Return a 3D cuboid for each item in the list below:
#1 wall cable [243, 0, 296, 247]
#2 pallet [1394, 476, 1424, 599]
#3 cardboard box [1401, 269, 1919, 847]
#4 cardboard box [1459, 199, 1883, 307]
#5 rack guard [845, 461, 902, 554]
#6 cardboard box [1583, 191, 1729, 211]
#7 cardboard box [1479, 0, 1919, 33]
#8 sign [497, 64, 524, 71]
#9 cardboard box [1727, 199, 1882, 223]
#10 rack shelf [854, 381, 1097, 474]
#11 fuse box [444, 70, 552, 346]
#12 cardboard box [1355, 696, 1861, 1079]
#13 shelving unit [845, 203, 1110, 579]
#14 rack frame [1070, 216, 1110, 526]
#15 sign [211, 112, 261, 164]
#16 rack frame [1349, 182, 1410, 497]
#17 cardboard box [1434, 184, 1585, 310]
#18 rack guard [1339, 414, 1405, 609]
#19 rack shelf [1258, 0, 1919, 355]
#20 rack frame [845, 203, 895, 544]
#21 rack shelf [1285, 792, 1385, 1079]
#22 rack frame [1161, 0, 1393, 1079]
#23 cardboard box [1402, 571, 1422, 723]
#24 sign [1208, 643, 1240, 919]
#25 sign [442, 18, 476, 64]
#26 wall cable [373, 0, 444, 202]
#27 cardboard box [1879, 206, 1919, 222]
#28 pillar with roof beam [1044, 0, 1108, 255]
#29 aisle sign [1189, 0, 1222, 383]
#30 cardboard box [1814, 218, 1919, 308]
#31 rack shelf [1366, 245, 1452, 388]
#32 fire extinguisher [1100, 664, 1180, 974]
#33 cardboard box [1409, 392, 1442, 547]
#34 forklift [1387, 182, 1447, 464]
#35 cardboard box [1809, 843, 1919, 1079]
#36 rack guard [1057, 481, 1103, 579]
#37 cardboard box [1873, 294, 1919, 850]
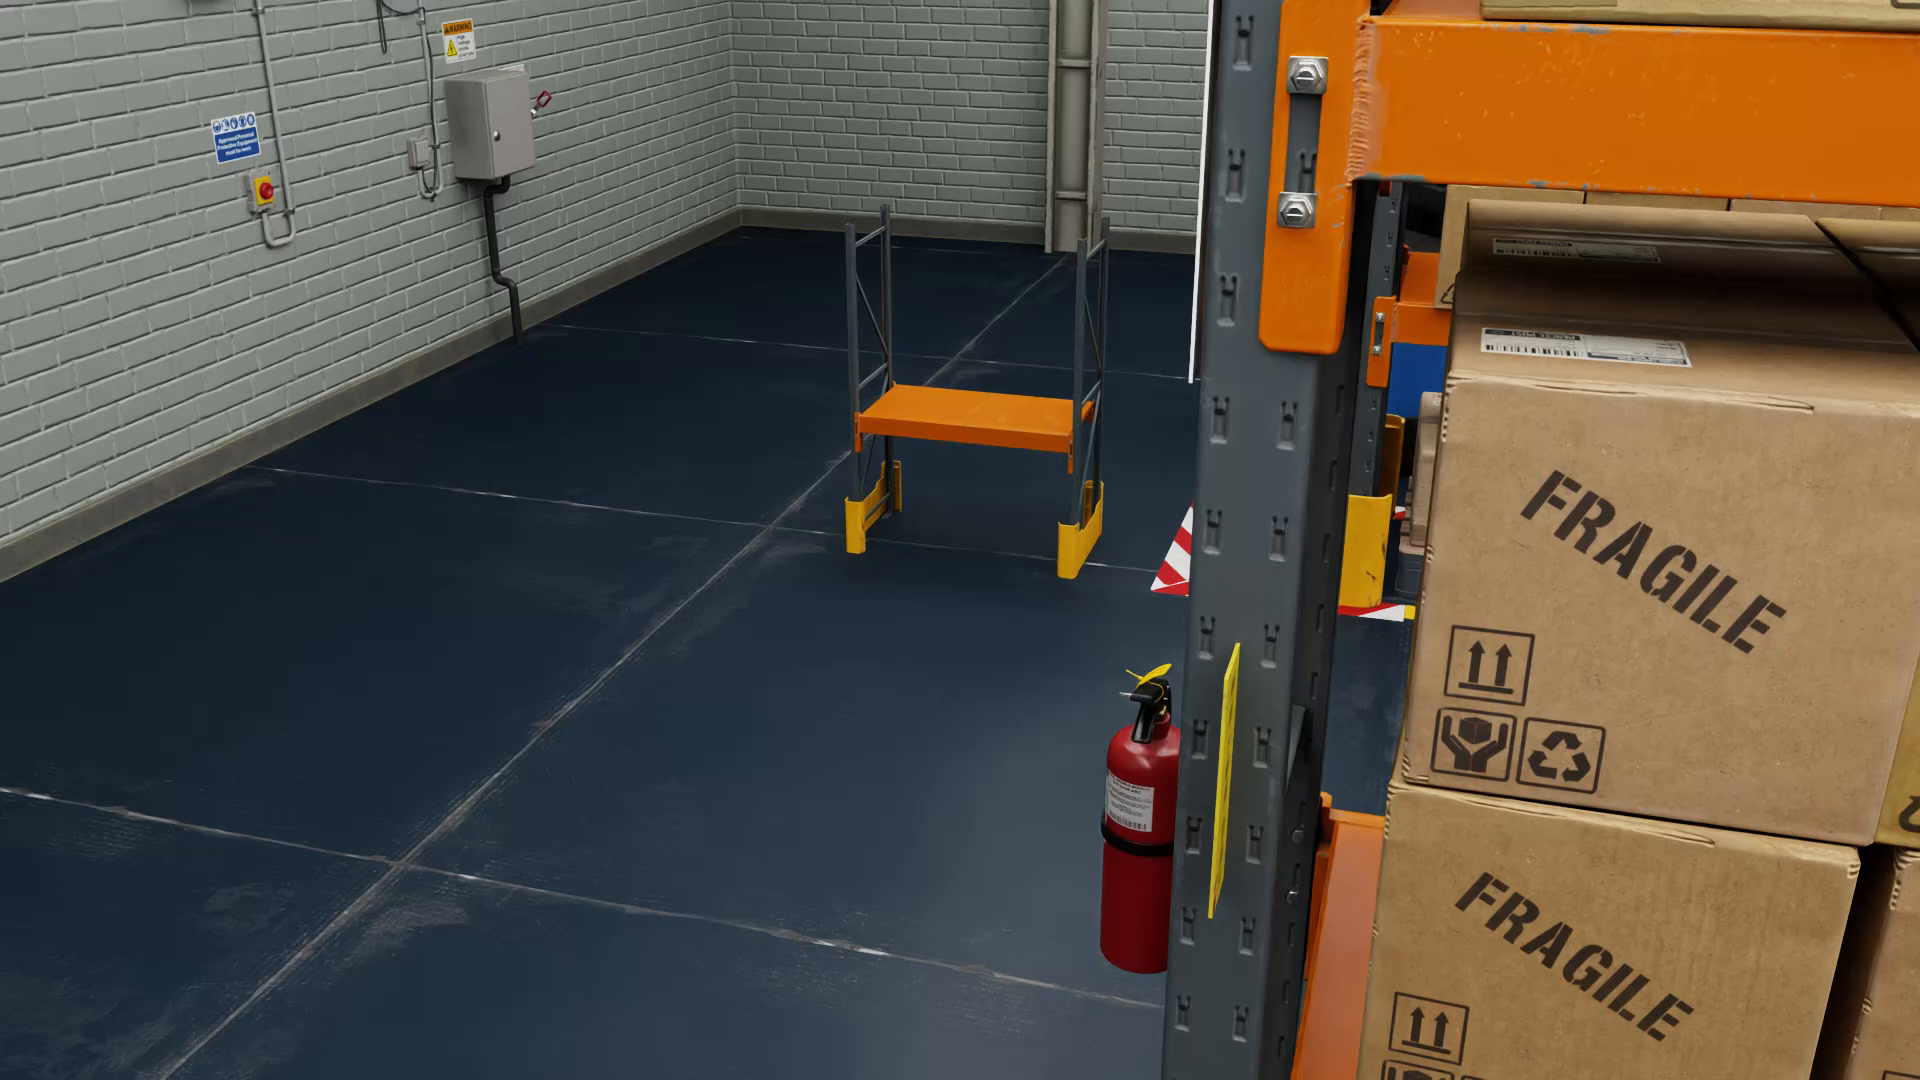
[{"bbox_3d":[-3.601,-2.413,8.320,0.123,1.953,0.585,7,23,16],"label":"wall cable"},{"bbox_3d":[2.592,0.031,7.418,1.213,0.211,1.003,7,23,16],"label":"pallet"},{"bbox_3d":[0.824,-0.010,2.001,0.500,0.500,0.500,6,23,15],"label":"cardboard box"},{"bbox_3d":[0.981,-0.196,2.454,0.500,0.500,0.500,6,23,14],"label":"cardboard box"},{"bbox_3d":[-0.404,-0.162,7.835,0.087,0.250,0.587,7,23,16],"label":"rack guard"},{"bbox_3d":[2.673,-1.163,6.521,0.500,0.500,0.500,6,23,15],"label":"cardboard box"},{"bbox_3d":[0.827,-0.686,1.734,0.500,0.250,0.500,7,23,17],"label":"cardboard box"},{"bbox_3d":[-2.910,-2.834,10.851,0.001,0.494,0.329,7,23,16],"label":"sign"},{"bbox_3d":[3.155,-1.101,6.369,0.500,0.500,0.500,6,23,15],"label":"cardboard box"},{"bbox_3d":[0.082,-0.518,7.531,1.000,0.185,0.538,7,23,16],"label":"rack shelf"},{"bbox_3d":[-2.855,-2.080,10.585,0.414,1.711,0.539,7,23,16],"label":"fuse box"},{"bbox_3d":[0.821,0.456,2.181,0.500,0.500,0.500,8,24,18],"label":"cardboard box"},{"bbox_3d":[0.073,-0.686,7.465,1.083,1.500,0.587,7,23,16],"label":"shelving unit"},{"bbox_3d":[0.568,-0.629,7.327,0.032,1.500,0.500,7,23,16],"label":"rack frame"},{"bbox_3d":[-3.674,-2.043,8.441,0.001,0.218,0.327,7,23,16],"label":"sign"},{"bbox_3d":[1.804,-1.319,7.033,0.127,3.000,1.000,7,23,16],"label":"rack frame"},{"bbox_3d":[2.181,-1.208,6.631,0.500,0.500,0.500,6,23,15],"label":"cardboard box"},{"bbox_3d":[1.781,-0.165,7.514,0.348,0.500,1.175,7,23,16],"label":"rack guard"},{"bbox_3d":[2.386,-0.345,1.654,4.000,0.370,1.077,7,23,16],"label":"rack shelf"},{"bbox_3d":[-0.405,-0.740,7.598,0.032,1.500,0.500,7,23,16],"label":"rack frame"},{"bbox_3d":[2.386,1.043,2.223,4.000,0.370,1.077,7,23,16],"label":"rack shelf"},{"bbox_3d":[0.470,0.492,2.618,0.053,2.616,0.949,7,23,16],"label":"rack frame"},{"bbox_3d":[0.975,0.263,2.654,0.500,0.500,0.500,7,23,17],"label":"cardboard box"},{"bbox_3d":[0.314,0.287,1.976,0.005,0.325,0.100,7,23,16],"label":"sign"},{"bbox_3d":[-3.069,-3.060,10.190,0.001,0.242,0.339,7,23,16],"label":"sign"},{"bbox_3d":[-3.203,-2.915,9.585,0.122,1.984,0.588,7,23,16],"label":"wall cable"},{"bbox_3d":[3.639,-1.052,6.250,0.500,0.500,0.500,7,23,17],"label":"cardboard box"},{"bbox_3d":[-0.330,-4.957,7.998,0.400,9.000,9.100,7,23,16],"label":"pillar with roof beam"},{"bbox_3d":[0.314,-0.611,1.882,0.004,0.787,0.394,7,23,16],"label":"aisle sign"},{"bbox_3d":[1.466,-0.140,2.319,0.500,0.500,0.500,6,23,14],"label":"cardboard box"},{"bbox_3d":[3.719,-0.767,6.635,4.000,0.370,1.077,7,23,16],"label":"rack shelf"},{"bbox_3d":[0.363,0.504,3.183,0.183,0.674,0.296,7,23,16],"label":"fire extinguisher"},{"bbox_3d":[2.465,-0.292,7.351,0.875,0.438,0.875,6,23,14],"label":"cardboard box"},{"bbox_3d":[3.119,-2.010,8.808,3.031,2.935,1.130,-8,24,-18],"label":"forklift"},{"bbox_3d":[1.341,0.506,2.061,0.500,0.500,0.500,7,23,16],"label":"cardboard box"},{"bbox_3d":[0.550,-0.053,7.569,0.087,0.250,0.587,7,23,16],"label":"rack guard"},{"bbox_3d":[1.309,0.043,1.872,0.500,0.500,0.500,7,23,17],"label":"cardboard box"}]
